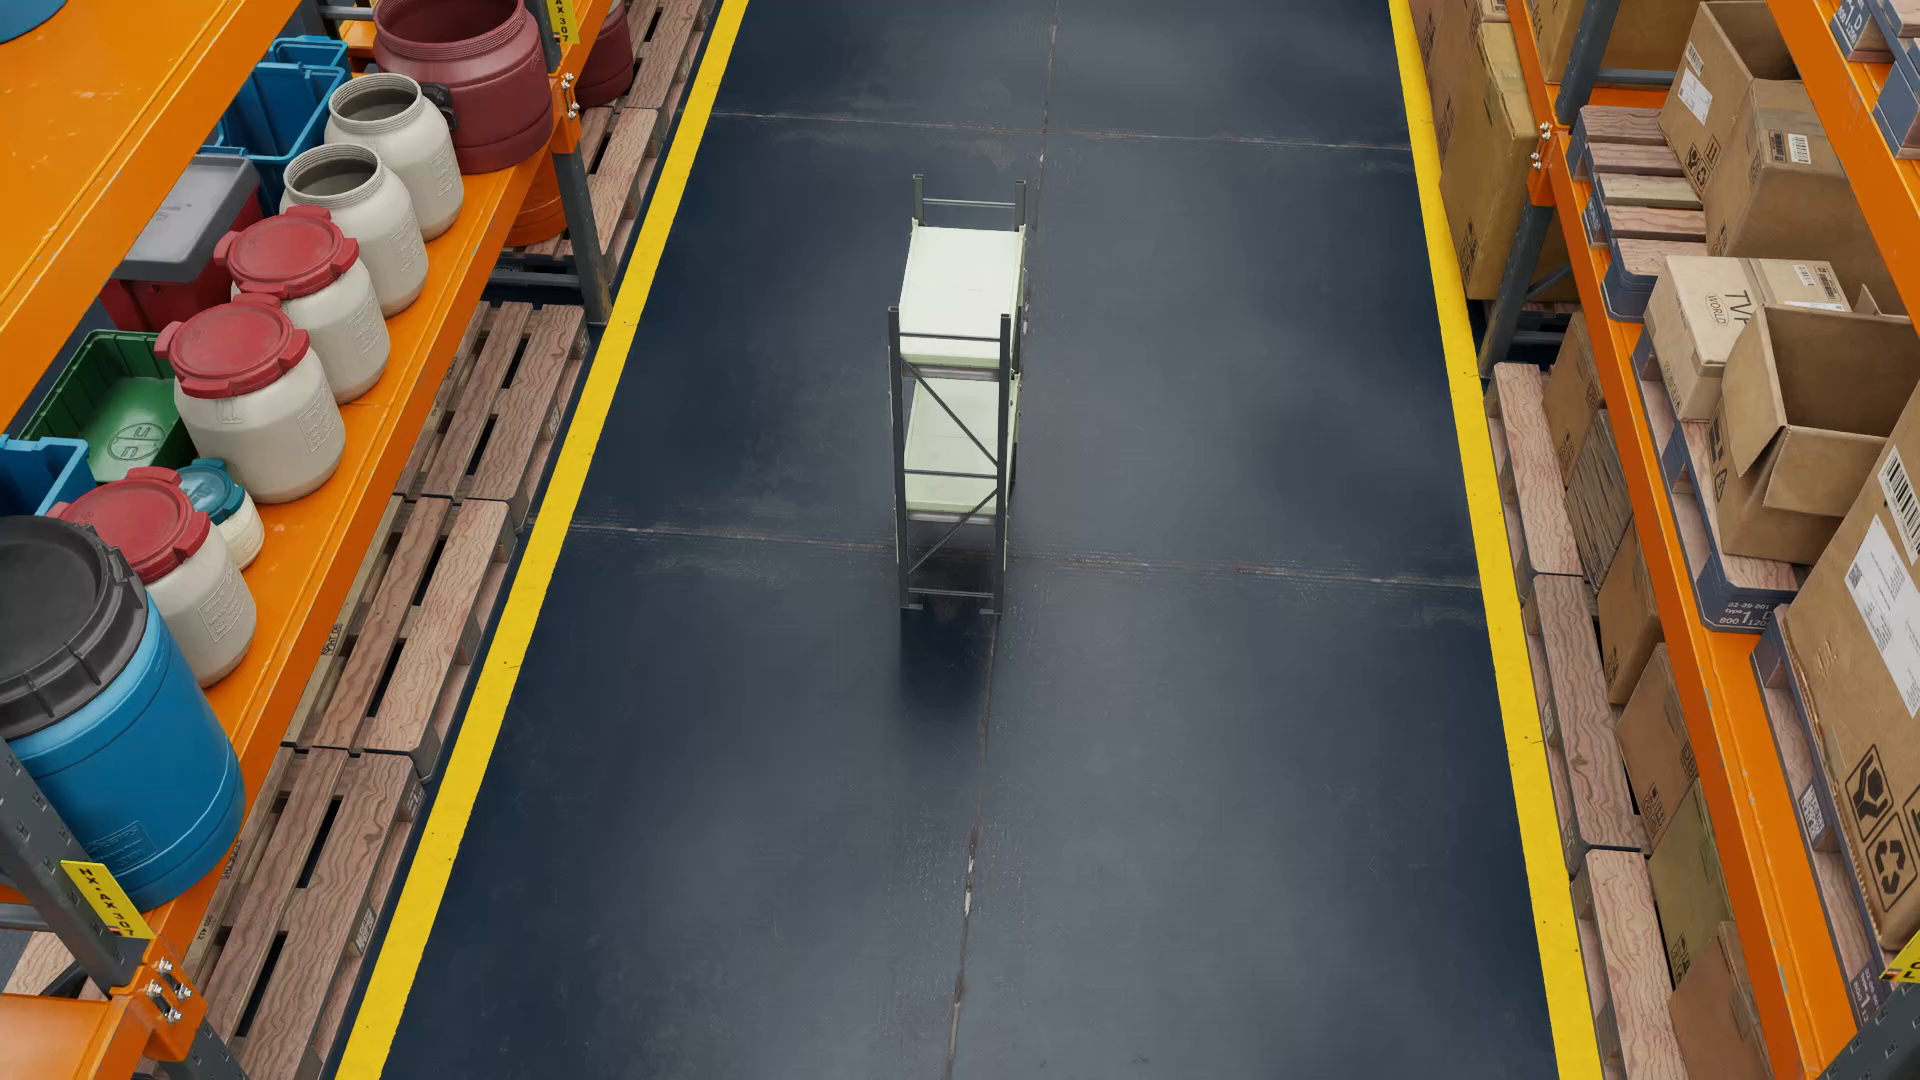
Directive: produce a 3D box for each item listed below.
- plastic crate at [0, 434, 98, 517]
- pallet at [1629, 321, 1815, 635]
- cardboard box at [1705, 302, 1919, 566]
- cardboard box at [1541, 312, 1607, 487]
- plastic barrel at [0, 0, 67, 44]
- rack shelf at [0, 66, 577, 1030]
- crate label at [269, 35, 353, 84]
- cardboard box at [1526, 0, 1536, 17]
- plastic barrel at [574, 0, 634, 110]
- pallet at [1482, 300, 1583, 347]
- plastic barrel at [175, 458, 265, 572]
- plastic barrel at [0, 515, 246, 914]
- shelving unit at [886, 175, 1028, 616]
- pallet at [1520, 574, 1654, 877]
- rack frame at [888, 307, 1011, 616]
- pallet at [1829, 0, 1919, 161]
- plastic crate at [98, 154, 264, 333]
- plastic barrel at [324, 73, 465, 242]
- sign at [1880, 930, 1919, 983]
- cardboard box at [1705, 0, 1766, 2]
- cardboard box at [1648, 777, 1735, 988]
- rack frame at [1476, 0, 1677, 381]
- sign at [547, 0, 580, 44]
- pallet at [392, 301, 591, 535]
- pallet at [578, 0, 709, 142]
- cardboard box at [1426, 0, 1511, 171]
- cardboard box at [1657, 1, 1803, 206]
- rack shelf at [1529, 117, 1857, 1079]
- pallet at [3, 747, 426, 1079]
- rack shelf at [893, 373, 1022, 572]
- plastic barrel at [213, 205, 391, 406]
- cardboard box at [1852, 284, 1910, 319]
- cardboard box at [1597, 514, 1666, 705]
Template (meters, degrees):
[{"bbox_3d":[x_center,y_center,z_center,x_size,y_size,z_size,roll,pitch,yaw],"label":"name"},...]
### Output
[{"bbox_3d":[-2.690,0.043,4.689,0.392,0.384,0.575,4,48,4],"label":"plastic crate"},{"bbox_3d":[2.677,-0.215,5.044,1.003,0.211,1.213,4,48,4],"label":"pallet"},{"bbox_3d":[2.518,-0.255,4.596,0.797,0.503,0.637,8,48,8],"label":"cardboard box"},{"bbox_3d":[2.775,-0.549,6.615,0.700,0.500,0.500,2,48,1],"label":"cardboard box"},{"bbox_3d":[-2.531,-1.662,3.865,0.600,0.901,0.708,4,48,4],"label":"plastic barrel"},{"bbox_3d":[-2.298,-0.358,5.532,1.077,0.370,4.000,4,48,4],"label":"rack shelf"},{"bbox_3d":[-2.528,-1.730,6.413,0.303,0.233,0.416,4,48,4],"label":"crate label"},{"bbox_3d":[2.666,-2.516,6.951,0.500,0.500,0.500,3,48,3],"label":"cardboard box"},{"bbox_3d":[-1.985,-2.589,8.435,0.600,0.588,0.708,4,48,4],"label":"plastic barrel"},{"bbox_3d":[2.963,-1.371,7.860,1.003,0.211,1.213,4,48,4],"label":"pallet"},{"bbox_3d":[-2.207,-0.047,4.854,0.301,0.262,0.301,0,48,0],"label":"plastic barrel"},{"bbox_3d":[-2.144,0.436,3.979,0.600,0.901,0.708,4,48,4],"label":"plastic barrel"},{"bbox_3d":[-0.001,-0.501,6.192,0.431,1.500,0.755,4,48,4],"label":"shelving unit"},{"bbox_3d":[2.630,0.672,5.992,1.003,0.211,1.213,4,48,4],"label":"pallet"},{"bbox_3d":[-0.034,-0.232,5.946,0.400,1.500,0.023,4,48,4],"label":"rack frame"},{"bbox_3d":[2.706,-0.956,3.686,1.213,0.211,1.003,4,48,4],"label":"pallet"},{"bbox_3d":[-2.568,-0.925,5.520,0.402,0.464,0.583,4,48,4],"label":"plastic crate"},{"bbox_3d":[-1.997,-1.338,5.865,0.421,0.512,0.421,0,48,0],"label":"plastic barrel"},{"bbox_3d":[1.899,0.776,3.222,0.100,0.325,0.005,4,48,4],"label":"sign"},{"bbox_3d":[3.132,-2.110,6.579,0.500,0.500,0.500,5,48,5],"label":"cardboard box"},{"bbox_3d":[2.591,1.098,5.109,0.700,0.500,0.500,4,48,3],"label":"cardboard box"},{"bbox_3d":[2.816,-1.737,6.306,1.000,3.000,0.127,4,48,4],"label":"rack frame"},{"bbox_3d":[-1.567,-2.094,6.522,0.100,0.325,0.005,4,48,4],"label":"sign"},{"bbox_3d":[-2.225,-0.563,7.122,1.003,0.211,1.213,4,48,4],"label":"pallet"},{"bbox_3d":[-1.972,-2.606,8.990,1.003,0.211,1.213,4,48,4],"label":"pallet"},{"bbox_3d":[2.989,-2.322,7.997,1.225,0.875,0.875,4,48,4],"label":"cardboard box"},{"bbox_3d":[2.807,-1.513,5.749,0.500,0.500,0.500,-1,48,-1],"label":"cardboard box"},{"bbox_3d":[2.634,-0.025,5.228,1.077,0.370,4.000,4,48,4],"label":"rack shelf"},{"bbox_3d":[-2.448,1.230,5.482,1.003,0.211,1.213,4,48,4],"label":"pallet"},{"bbox_3d":[-0.001,-0.281,6.433,0.431,0.370,0.720,4,48,4],"label":"rack shelf"},{"bbox_3d":[-2.069,-0.722,5.286,0.433,0.535,0.433,0,48,0],"label":"plastic barrel"},{"bbox_3d":[2.933,-0.590,5.064,0.396,0.266,0.258,3,48,2],"label":"cardboard box"},{"bbox_3d":[2.693,0.277,5.860,0.700,0.500,0.500,7,48,7],"label":"cardboard box"}]
